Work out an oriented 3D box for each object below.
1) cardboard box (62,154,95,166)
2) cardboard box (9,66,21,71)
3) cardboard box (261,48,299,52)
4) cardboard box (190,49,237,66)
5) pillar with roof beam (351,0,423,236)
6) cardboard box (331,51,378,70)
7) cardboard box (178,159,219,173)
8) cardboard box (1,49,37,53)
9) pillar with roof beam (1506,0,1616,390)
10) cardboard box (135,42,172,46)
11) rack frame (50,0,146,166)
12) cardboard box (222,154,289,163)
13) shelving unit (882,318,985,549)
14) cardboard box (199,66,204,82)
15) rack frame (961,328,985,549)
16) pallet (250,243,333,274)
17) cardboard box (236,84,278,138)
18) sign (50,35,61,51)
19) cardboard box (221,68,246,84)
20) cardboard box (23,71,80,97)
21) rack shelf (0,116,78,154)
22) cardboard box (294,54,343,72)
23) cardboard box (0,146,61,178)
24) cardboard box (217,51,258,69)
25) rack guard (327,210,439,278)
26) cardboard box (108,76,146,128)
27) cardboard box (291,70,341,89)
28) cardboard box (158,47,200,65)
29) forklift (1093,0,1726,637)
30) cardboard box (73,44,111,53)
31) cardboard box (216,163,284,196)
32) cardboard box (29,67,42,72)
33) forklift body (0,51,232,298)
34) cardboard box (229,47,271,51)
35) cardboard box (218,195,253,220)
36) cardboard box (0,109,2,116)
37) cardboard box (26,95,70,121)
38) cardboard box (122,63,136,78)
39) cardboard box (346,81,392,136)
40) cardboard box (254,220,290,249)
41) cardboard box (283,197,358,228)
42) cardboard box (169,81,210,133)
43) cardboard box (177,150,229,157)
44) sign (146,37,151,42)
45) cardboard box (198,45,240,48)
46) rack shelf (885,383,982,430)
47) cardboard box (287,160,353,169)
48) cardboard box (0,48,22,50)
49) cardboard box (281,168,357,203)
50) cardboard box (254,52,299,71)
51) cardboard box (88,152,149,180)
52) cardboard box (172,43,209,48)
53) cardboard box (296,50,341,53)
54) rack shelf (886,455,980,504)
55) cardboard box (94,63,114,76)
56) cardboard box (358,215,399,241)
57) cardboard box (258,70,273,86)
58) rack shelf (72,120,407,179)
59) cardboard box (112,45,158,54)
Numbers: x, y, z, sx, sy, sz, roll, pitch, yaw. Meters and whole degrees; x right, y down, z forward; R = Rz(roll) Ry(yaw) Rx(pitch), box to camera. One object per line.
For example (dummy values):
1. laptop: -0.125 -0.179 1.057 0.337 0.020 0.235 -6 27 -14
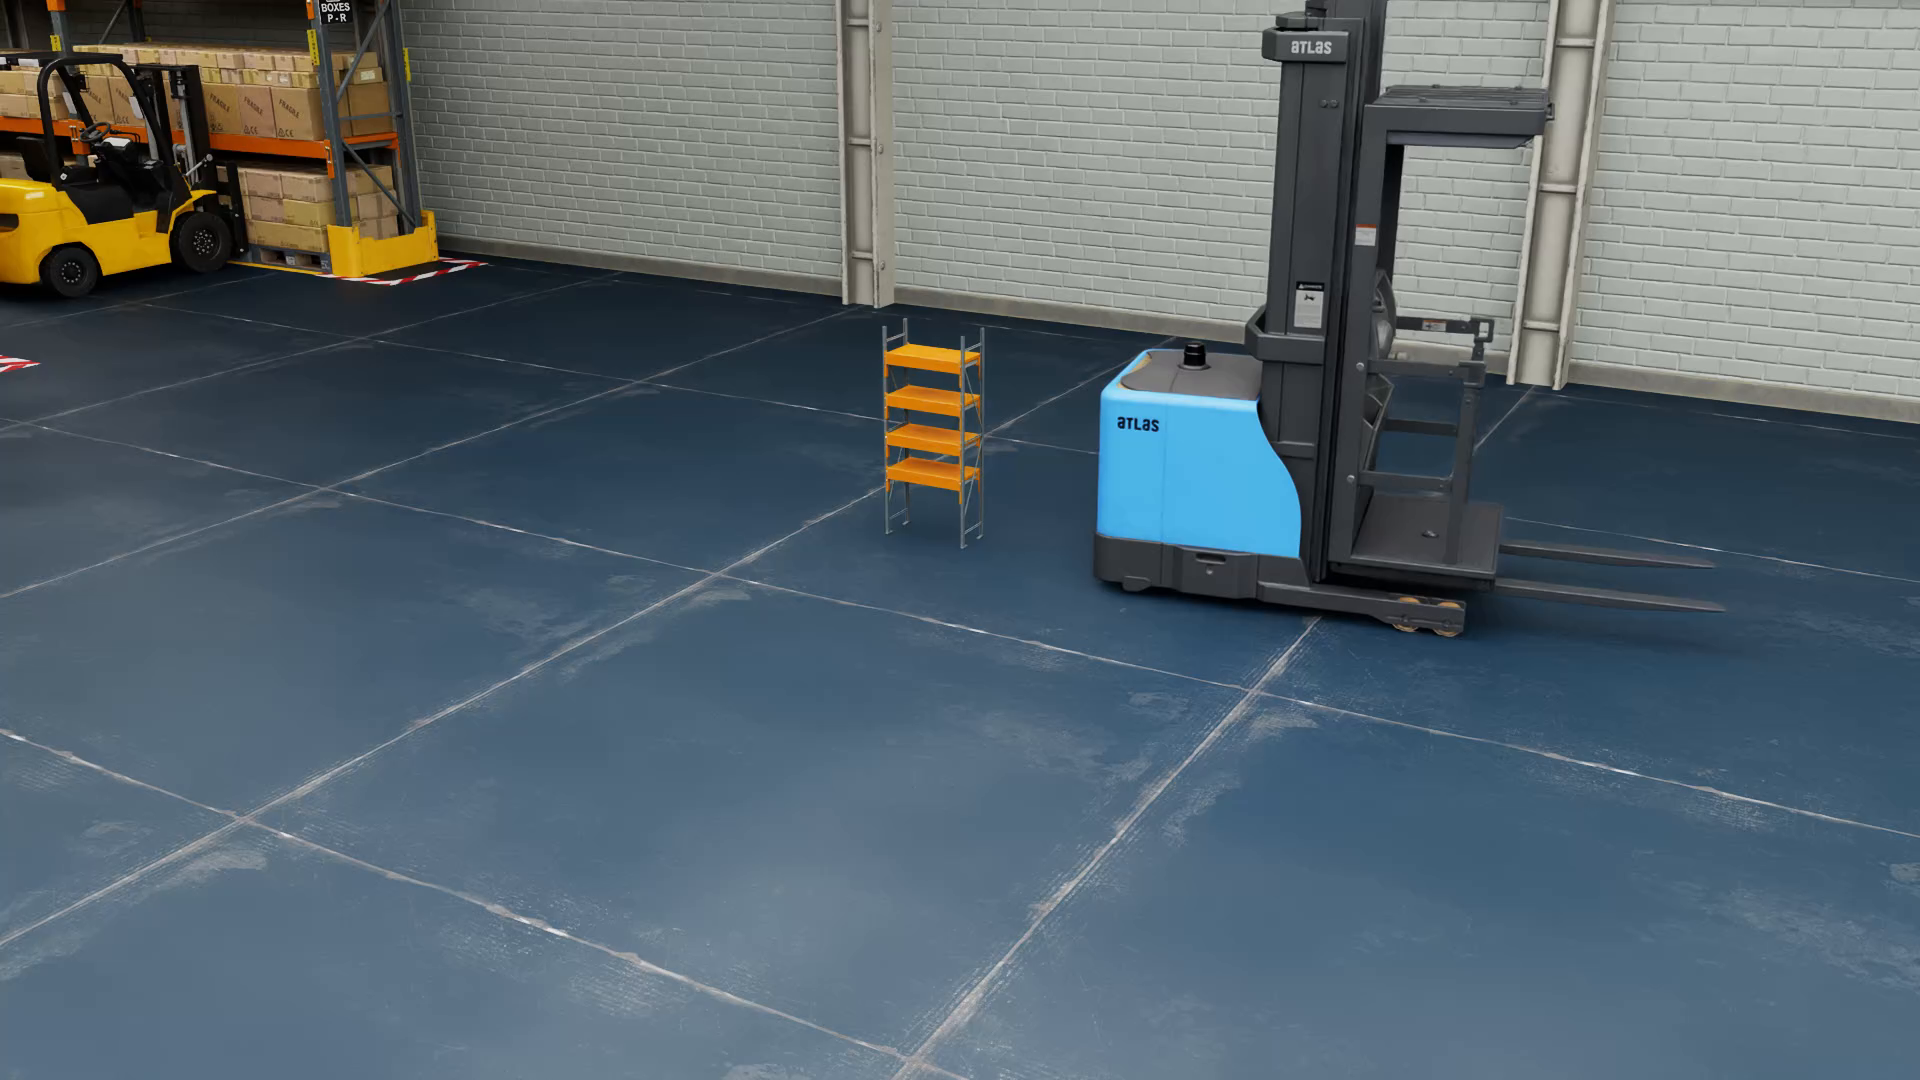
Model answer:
1. cardboard box: -9.866 -4.051 19.001 0.625 0.625 0.875 12 23 30
2. cardboard box: -10.528 -5.327 18.555 0.250 0.149 0.380 10 22 26
3. cardboard box: -7.002 -5.008 17.237 0.250 0.149 0.380 12 23 29
4. cardboard box: -7.670 -4.963 17.115 0.250 0.149 0.380 11 23 28
5. pillar with roof beam: -8.181 -6.144 13.106 0.400 9.000 9.100 11 23 27
6. cardboard box: -6.102 -4.833 16.754 0.250 0.149 0.380 10 22 26
7. cardboard box: -8.254 -3.920 17.723 0.500 0.250 0.500 12 23 29
8. cardboard box: -10.915 -5.628 19.384 0.250 0.149 0.380 11 23 28
9. pillar with roof beam: 2.296 -4.148 7.605 0.400 9.000 9.100 11 23 27
10. cardboard box: -8.780 -5.361 18.211 0.250 0.149 0.380 10 22 26
11. rack frame: -9.405 -4.887 18.437 0.127 3.000 1.000 11 23 27
12. cardboard box: -7.553 -3.988 17.911 0.500 0.250 0.500 10 22 26
13. shelving unit: -0.145 -0.592 9.236 0.503 1.200 0.258 11 23 27
14. cardboard box: -7.658 -4.822 17.161 0.250 0.149 0.380 11 22 27
15. rack frame: 0.068 -0.551 9.124 0.015 1.200 0.240 11 23 27
16. pallet: -6.601 -3.025 17.395 1.213 0.211 1.003 11 23 27
17. cardboard box: -6.919 -4.361 16.842 0.500 0.500 0.500 12 23 29
18. sign: -9.661 -5.230 17.804 0.005 0.325 0.100 11 23 27
19. cardboard box: -7.253 -4.717 16.873 0.250 0.149 0.380 10 22 26
20. cardboard box: -9.958 -5.057 18.393 0.500 0.250 0.500 10 22 26
21. rack shelf: -11.151 -4.881 19.477 4.000 0.370 1.077 11 23 27
22. cardboard box: -6.328 -4.710 16.416 0.250 0.149 0.380 11 23 27
23. cardboard box: -11.197 -4.307 19.706 0.625 0.625 0.875 10 22 25
24. cardboard box: -7.263 -4.851 16.805 0.250 0.149 0.380 11 23 29
25. rack guard: -5.892 -3.042 17.019 0.348 0.500 1.175 11 23 27
26. cardboard box: -8.682 -4.700 17.777 0.500 0.500 0.500 11 23 28
27. cardboard box: -6.352 -4.547 16.405 0.250 0.149 0.380 11 23 28
28. cardboard box: -8.108 -5.046 17.344 0.250 0.149 0.380 11 23 27
29. forklift: 2.267 -1.112 8.132 3.031 2.935 1.130 7 21 18
30. cardboard box: -9.271 -5.237 17.869 0.250 0.149 0.380 11 23 28
31. cardboard box: -7.361 -3.744 17.238 0.500 0.250 0.500 11 23 28
32. cardboard box: -10.046 -5.267 18.387 0.250 0.149 0.380 10 22 27
33. forklift body: -8.458 -3.595 16.120 1.214 2.155 2.313 11 23 27
34. cardboard box: -7.438 -5.098 17.487 0.250 0.149 0.380 11 23 28
35. cardboard box: -7.384 -3.515 17.340 0.500 0.250 0.500 10 22 26
36. cardboard box: -10.833 -4.996 18.958 0.500 0.250 0.500 11 23 28
37. cardboard box: -9.972 -4.822 18.479 0.500 0.250 0.500 11 23 29
38. cardboard box: -8.608 -4.966 17.560 0.250 0.149 0.380 11 23 28
39. cardboard box: -6.210 -4.433 17.041 0.500 0.500 0.500 12 23 29
40. cardboard box: -6.907 -3.196 17.193 0.500 0.250 0.500 11 23 27
41. cardboard box: -6.490 -3.349 16.882 0.500 0.250 0.500 10 22 27
42. cardboard box: -7.811 -4.526 17.298 0.500 0.500 0.500 11 23 28
43. cardboard box: -8.431 -4.157 18.377 0.500 0.250 0.500 10 22 27
44. sign: -9.136 -5.496 18.732 0.005 0.325 0.100 11 23 27
45. cardboard box: -7.877 -5.193 17.747 0.250 0.149 0.380 11 22 27
46. rack shelf: -0.145 -0.739 9.183 0.480 0.148 0.258 11 23 27
47. cardboard box: -6.678 -3.814 17.432 0.500 0.250 0.500 11 23 27
48. cardboard box: -11.338 -5.735 19.679 0.250 0.149 0.380 10 22 26
49. cardboard box: -6.467 -3.580 16.785 0.500 0.250 0.500 12 23 29
50. cardboard box: -6.800 -4.777 16.602 0.250 0.149 0.380 11 23 28
51. cardboard box: -9.136 -4.088 18.185 0.500 0.250 0.500 10 22 26
52. cardboard box: -8.293 -5.298 18.038 0.250 0.149 0.380 10 22 26
53. cardboard box: -6.551 -4.926 17.011 0.250 0.149 0.380 11 23 28
54. rack shelf: -0.145 -0.342 9.327 0.480 0.148 0.258 11 23 27
55. cardboard box: -9.028 -5.065 17.830 0.250 0.149 0.380 11 23 29
56. cardboard box: -6.246 -3.266 17.386 0.500 0.250 0.500 11 23 28
57. cardboard box: -6.786 -4.643 16.667 0.250 0.149 0.380 11 23 28
58. rack shelf: -7.659 -4.216 17.643 4.000 0.370 1.077 11 23 27
59. cardboard box: -8.772 -5.181 17.714 0.250 0.149 0.380 10 22 26
